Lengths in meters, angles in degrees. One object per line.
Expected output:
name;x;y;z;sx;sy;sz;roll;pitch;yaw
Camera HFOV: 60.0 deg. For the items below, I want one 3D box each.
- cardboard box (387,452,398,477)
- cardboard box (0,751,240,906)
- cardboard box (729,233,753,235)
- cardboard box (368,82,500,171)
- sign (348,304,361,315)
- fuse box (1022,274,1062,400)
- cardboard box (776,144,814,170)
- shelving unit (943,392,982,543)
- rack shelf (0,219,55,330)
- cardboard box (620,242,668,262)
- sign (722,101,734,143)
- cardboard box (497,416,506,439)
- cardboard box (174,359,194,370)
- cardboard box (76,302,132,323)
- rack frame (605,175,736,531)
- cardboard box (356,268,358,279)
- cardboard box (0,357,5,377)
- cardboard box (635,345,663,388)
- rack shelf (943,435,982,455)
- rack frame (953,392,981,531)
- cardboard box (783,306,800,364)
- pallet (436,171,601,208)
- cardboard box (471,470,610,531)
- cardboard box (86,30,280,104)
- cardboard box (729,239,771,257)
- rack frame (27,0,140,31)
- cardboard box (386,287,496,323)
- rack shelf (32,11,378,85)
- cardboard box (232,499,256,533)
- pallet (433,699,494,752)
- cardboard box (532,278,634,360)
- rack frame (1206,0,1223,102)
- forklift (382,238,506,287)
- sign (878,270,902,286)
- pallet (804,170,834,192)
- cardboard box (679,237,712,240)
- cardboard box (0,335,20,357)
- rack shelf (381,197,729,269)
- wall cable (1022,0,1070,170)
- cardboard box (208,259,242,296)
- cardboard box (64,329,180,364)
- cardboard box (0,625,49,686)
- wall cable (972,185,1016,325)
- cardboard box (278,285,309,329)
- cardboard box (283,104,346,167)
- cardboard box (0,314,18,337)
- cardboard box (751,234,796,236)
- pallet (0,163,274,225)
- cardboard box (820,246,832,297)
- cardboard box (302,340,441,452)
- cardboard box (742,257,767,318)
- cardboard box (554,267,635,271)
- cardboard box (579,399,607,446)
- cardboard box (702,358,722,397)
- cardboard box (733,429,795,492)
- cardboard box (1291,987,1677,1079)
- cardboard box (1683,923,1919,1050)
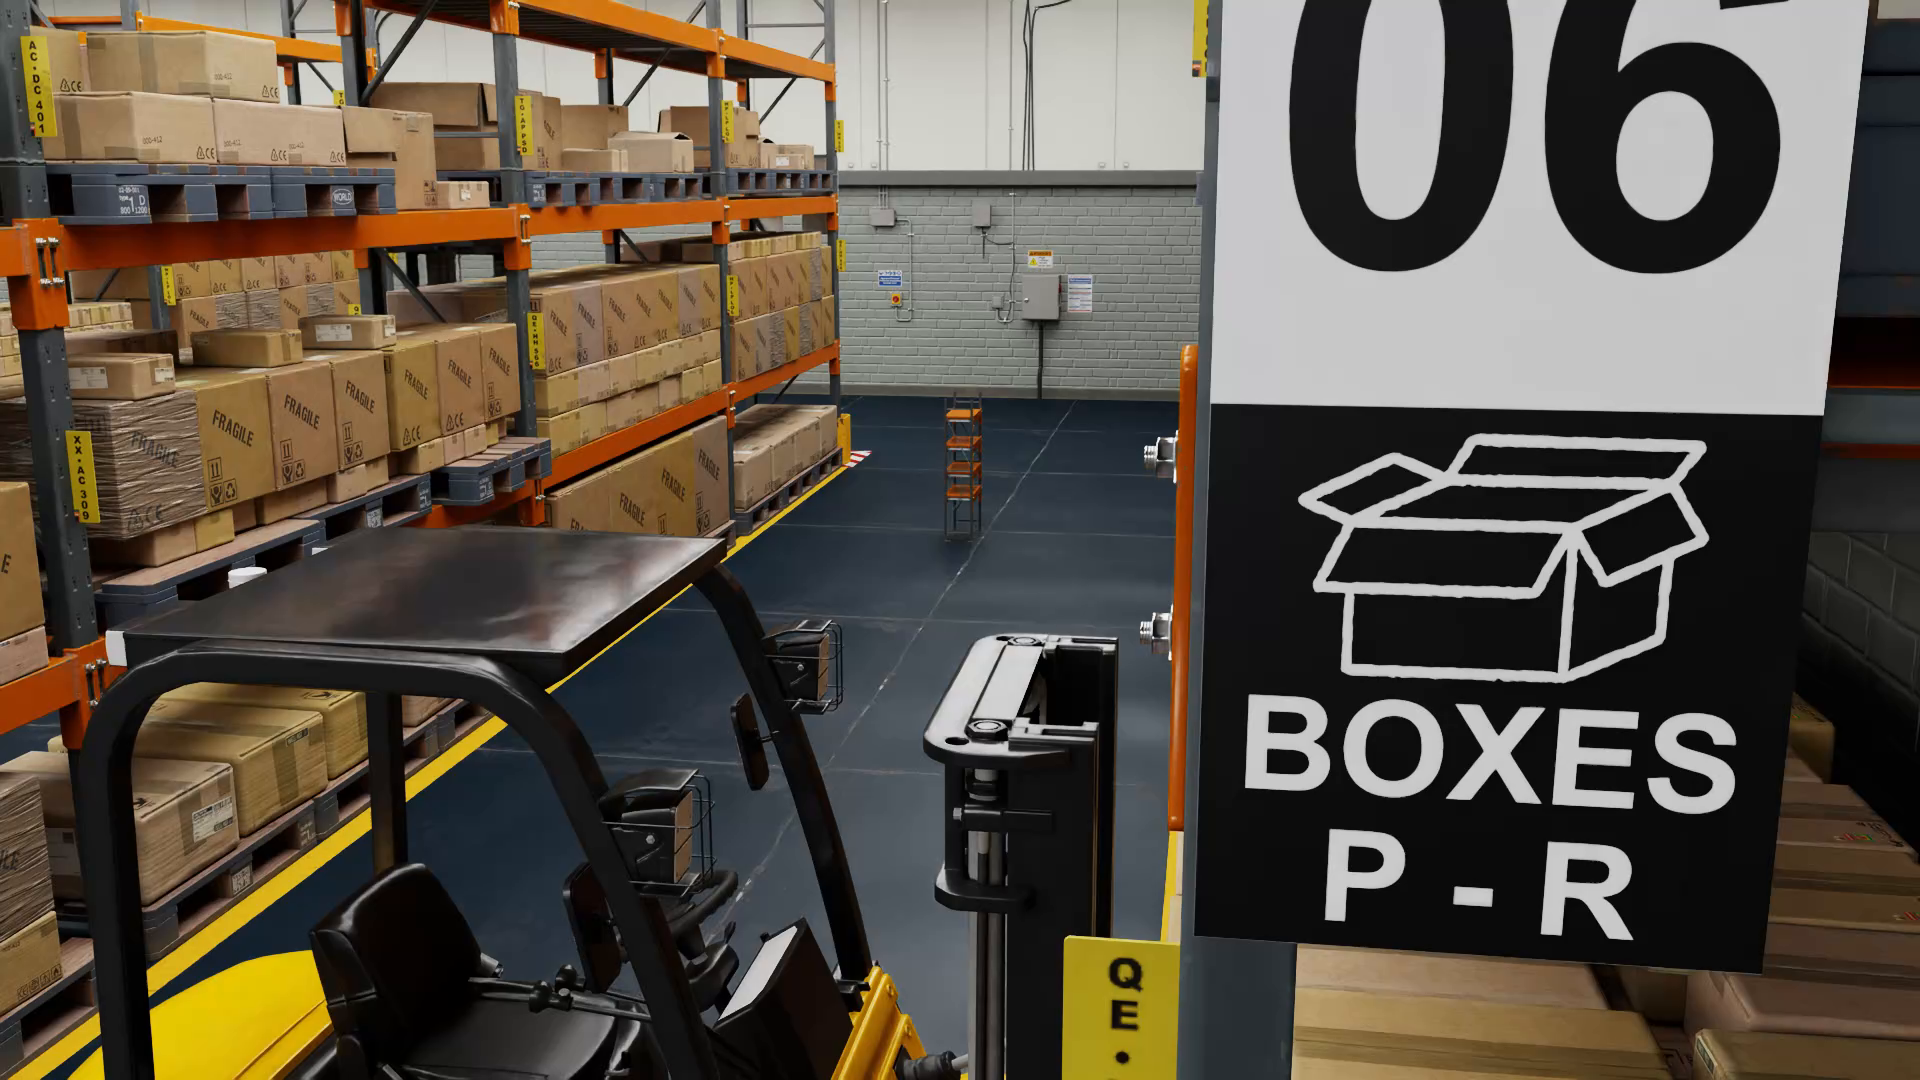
cardboard box;-3.029;-0.383;8.250;0.380;0.149;0.250;2;12;9
cardboard box;-3.545;1.156;6.750;0.950;0.372;0.625;2;12;9
cardboard box;-2.252;-2.939;16.361;0.380;0.149;0.250;1;12;7
cardboard box;-3.100;-2.452;9.889;0.797;0.503;0.637;1;12;5
sign;-3.557;-1.230;9.832;0.100;0.325;0.005;2;12;9
fuse box;1.119;-2.758;22.730;0.539;1.711;0.414;2;12;9
cardboard box;-1.758;-3.863;16.798;0.500;0.250;0.500;1;12;3
shelving unit;0.025;-0.621;14.027;0.258;1.200;0.503;2;12;9
rack shelf;-3.931;-0.512;3.838;1.077;0.370;4.000;2;12;9
cardboard box;-2.660;-2.408;13.898;0.380;0.149;0.250;2;12;7
sign;-1.856;-3.337;13.262;0.100;0.325;0.005;2;12;9
cardboard box;-2.826;-0.653;9.504;0.380;0.149;0.250;2;12;11
cardboard box;-3.619;-0.528;7.381;0.500;0.500;0.500;2;12;11
cardboard box;-7.169;-1.902;13.886;0.380;0.149;0.250;2;12;11
rack frame;-2.393;-1.479;13.737;1.000;3.000;0.127;2;12;9
cardboard box;-6.509;-3.031;17.621;0.500;0.500;0.500;2;12;7
cardboard box;-7.404;-1.285;12.436;0.380;0.149;0.250;1;12;7
cardboard box;-2.426;-1.231;11.756;0.500;0.250;0.500;2;12;10
rack shelf;0.025;-0.774;13.994;0.258;0.148;0.480;2;12;9
rack frame;0.063;-0.672;14.263;0.240;1.200;0.015;2;12;9
cardboard box;-1.819;-1.933;15.603;0.500;0.500;0.500;2;12;10
pallet;-2.962;-2.156;10.207;1.213;0.211;1.003;2;12;11
cardboard box;-2.820;0.046;10.708;0.875;0.875;0.875;2;12;8
cardboard box;-3.071;-1.869;6.600;0.500;0.250;0.500;2;12;7
cardboard box;-1.899;-2.604;14.805;0.380;0.149;0.250;2;12;7
rack frame;-7.300;-4.551;13.752;1.000;3.000;0.127;2;12;9
cardboard box;-3.187;-1.300;10.297;0.500;0.500;0.500;2;12;7
rack shelf;-6.992;-4.614;15.760;1.077;0.370;4.000;2;12;9
cardboard box;-3.211;-0.114;7.004;0.380;0.149;0.250;3;12;12
pallet;-3.130;0.879;9.413;1.003;0.211;1.213;2;12;9
cardboard box;-2.529;-1.490;11.175;0.500;0.500;0.500;2;12;10
rack frame;0.666;-1.754;0.772;1.000;3.000;0.127;2;12;9
forklift;-4.726;-1.814;15.455;1.130;2.935;3.031;3;13;14
sign;-0.972;-3.633;23.089;0.327;0.218;0.001;2;12;9
pallet;-1.882;-3.580;16.576;1.003;0.211;1.213;2;12;9
cardboard box;-2.401;-2.673;15.124;0.380;0.149;0.250;2;12;7
cardboard box;-7.365;-1.483;12.647;0.380;0.149;0.250;2;12;9
rack shelf;-2.701;-2.178;11.565;1.077;0.370;4.000;2;12;9
wall cable;2.308;-6.333;21.931;2.988;3.039;0.133;2;12;9
cardboard box;-6.925;-2.496;15.139;0.500;0.500;0.500;2;12;7
cardboard box;-3.664;-0.836;7.271;0.380;0.149;0.250;1;12;6
cardboard box;-3.372;0.386;5.680;0.380;0.149;0.250;2;12;8
wall cable;0.469;-3.940;22.742;0.588;1.984;0.122;2;12;9
cardboard box;-6.739;-2.227;16.265;0.500;0.500;0.500;3;12;11
cardboard box;-3.005;-1.732;7.149;0.500;0.250;0.500;2;12;8
cardboard box;-7.370;-1.631;12.628;0.380;0.149;0.250;1;12;6
cardboard box;-1.797;-2.872;16.050;0.380;0.149;0.250;2;12;8
pallet;-3.423;-1.314;6.294;1.213;0.211;1.003;2;12;9
cardboard box;-1.617;-2.742;16.984;0.500;0.500;0.500;2;12;11
cardboard box;-2.949;-0.729;8.318;0.500;0.500;0.500;1;12;5
cardboard box;-1.997;-2.213;14.532;0.500;0.500;0.500;2;12;8
cardboard box;-2.796;-1.828;12.744;0.500;0.500;0.500;2;12;8
cardboard box;-2.623;-0.774;10.823;0.500;0.250;0.500;2;12;7
cardboard box;-2.213;-1.304;13.282;0.500;0.250;0.500;2;12;7
cardboard box;-2.054;-0.746;15.418;0.875;0.438;0.875;2;12;7
cardboard box;0.513;0.586;1.671;0.380;0.149;0.250;2;12;9
cardboard box;1.032;0.551;1.833;0.380;0.149;0.250;2;12;11
